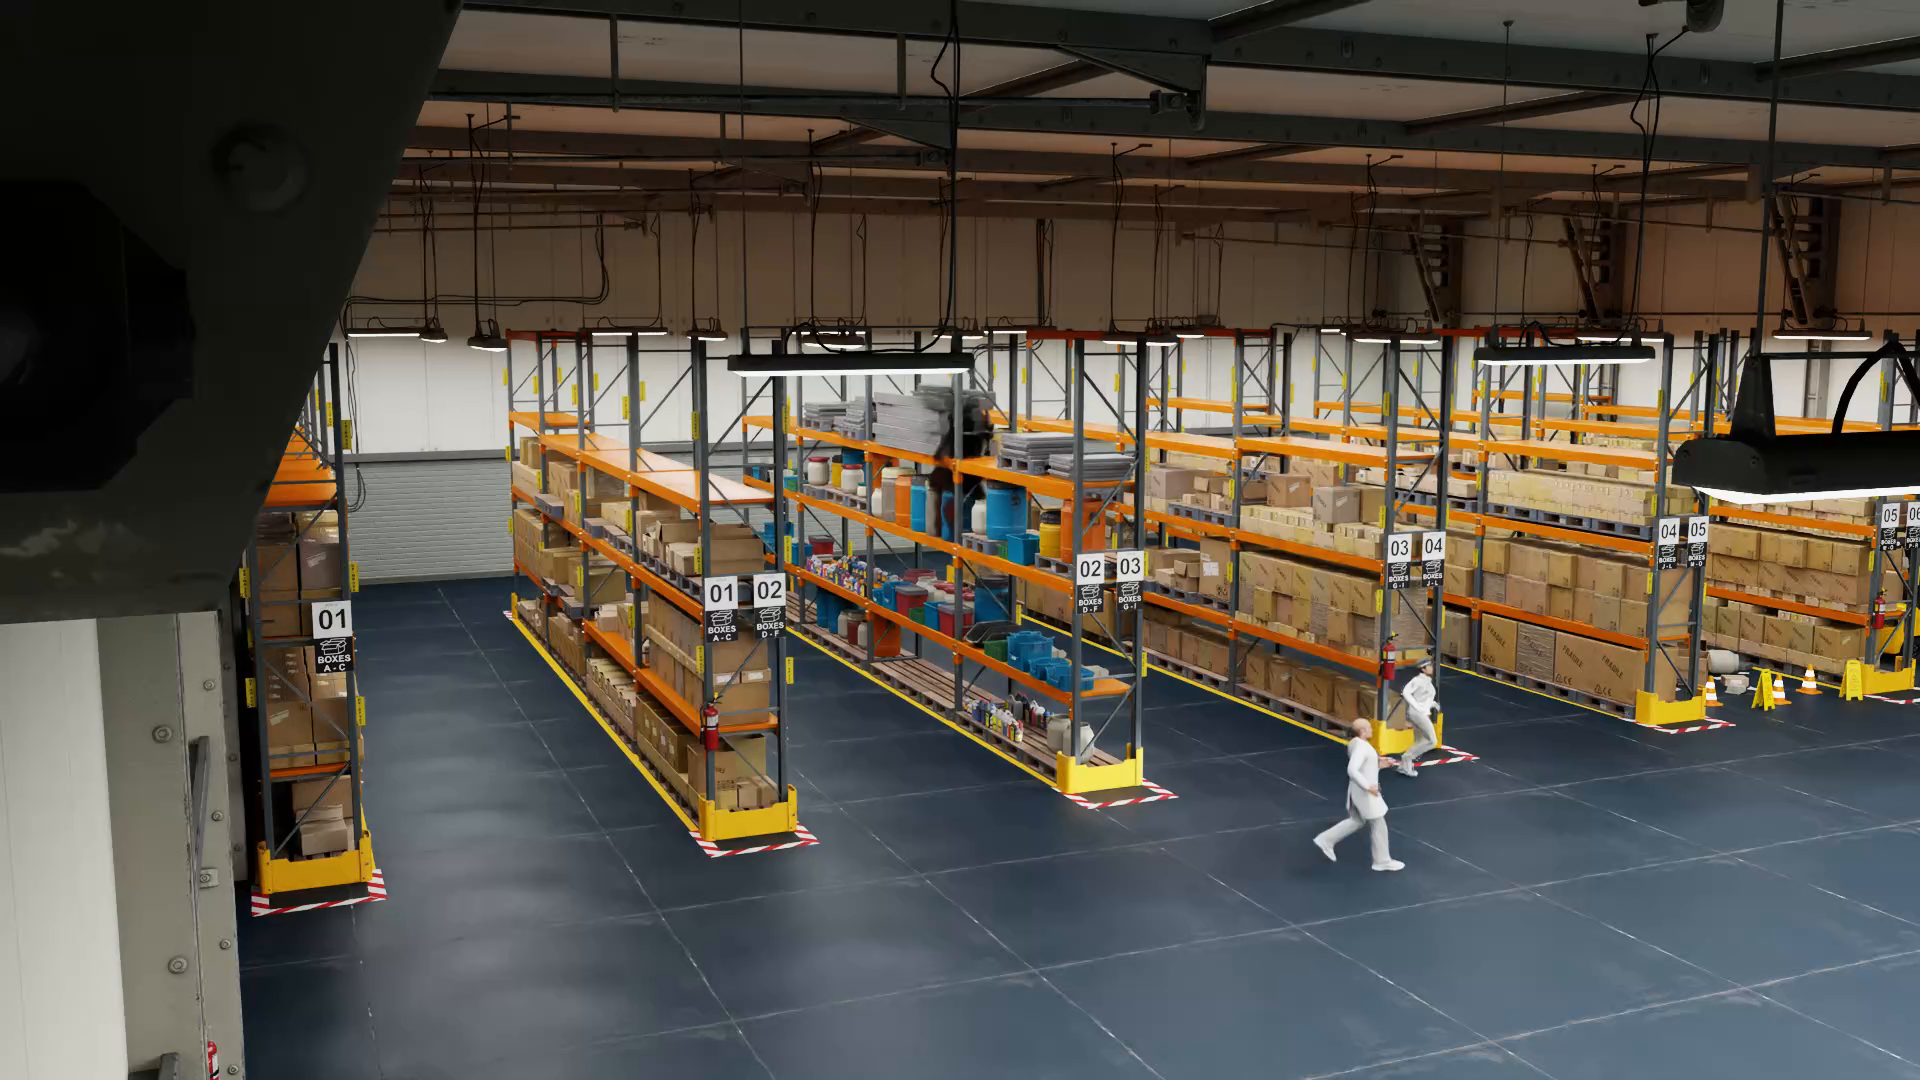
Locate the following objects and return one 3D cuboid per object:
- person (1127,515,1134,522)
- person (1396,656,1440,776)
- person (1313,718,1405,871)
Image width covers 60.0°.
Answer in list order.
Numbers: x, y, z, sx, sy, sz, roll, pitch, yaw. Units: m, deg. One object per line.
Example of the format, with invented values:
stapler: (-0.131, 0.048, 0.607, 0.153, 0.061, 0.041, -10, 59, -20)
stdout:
person: (4.285, -0.156, 41.762, 0.840, 1.624, 0.602, -1, 8, -6)
person: (6.340, 2.405, 22.893, 0.524, 1.636, 0.617, 3, 8, 24)
person: (4.559, 2.885, 18.888, 1.027, 1.754, 0.714, 0, 8, -1)
